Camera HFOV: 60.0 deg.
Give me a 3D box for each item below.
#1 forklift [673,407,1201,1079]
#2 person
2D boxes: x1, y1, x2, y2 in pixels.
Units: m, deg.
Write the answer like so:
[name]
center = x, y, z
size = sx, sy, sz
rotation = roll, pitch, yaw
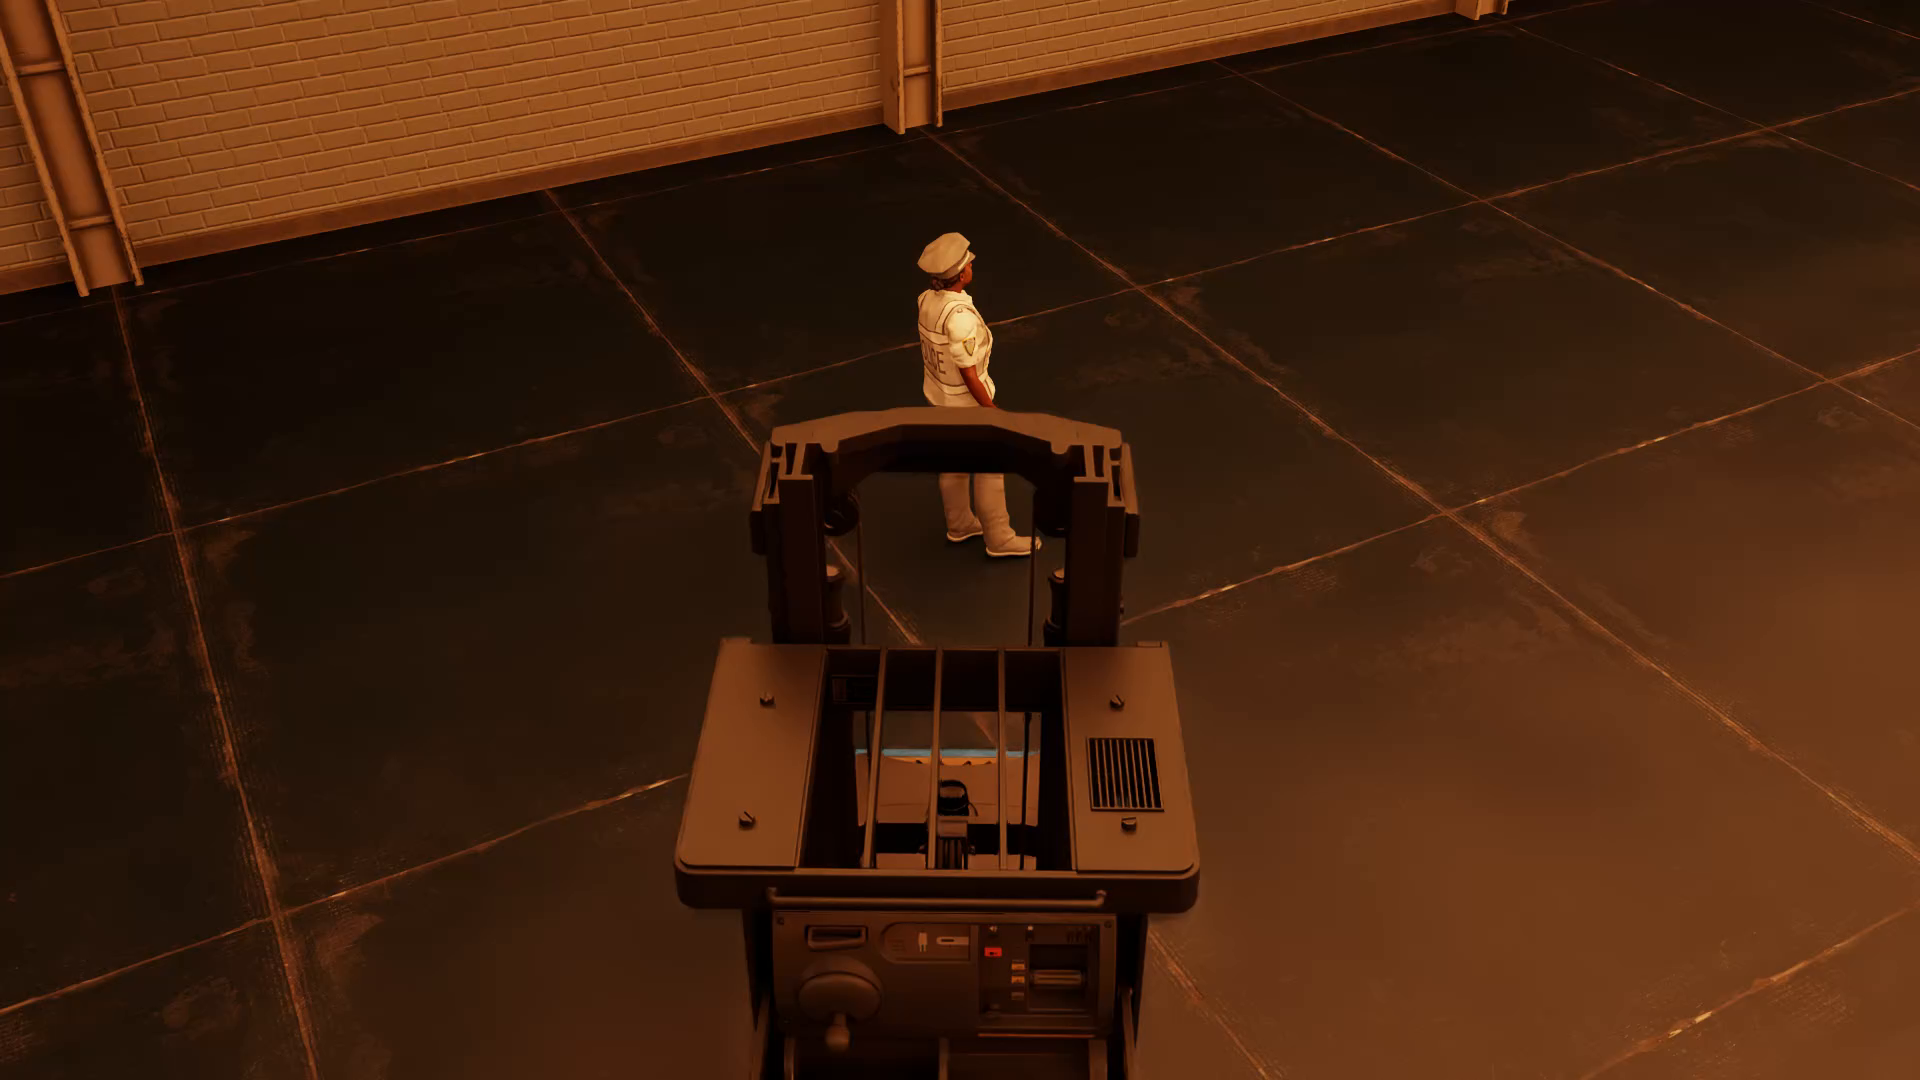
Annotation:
[forklift]
center = -0.043, 1.254, 4.349
size = 1.130, 2.935, 3.031
rotation = 0, 35, 1
[person]
center = 0.076, -0.708, 8.183
size = 0.528, 1.695, 0.569
rotation = -17, 39, -23
